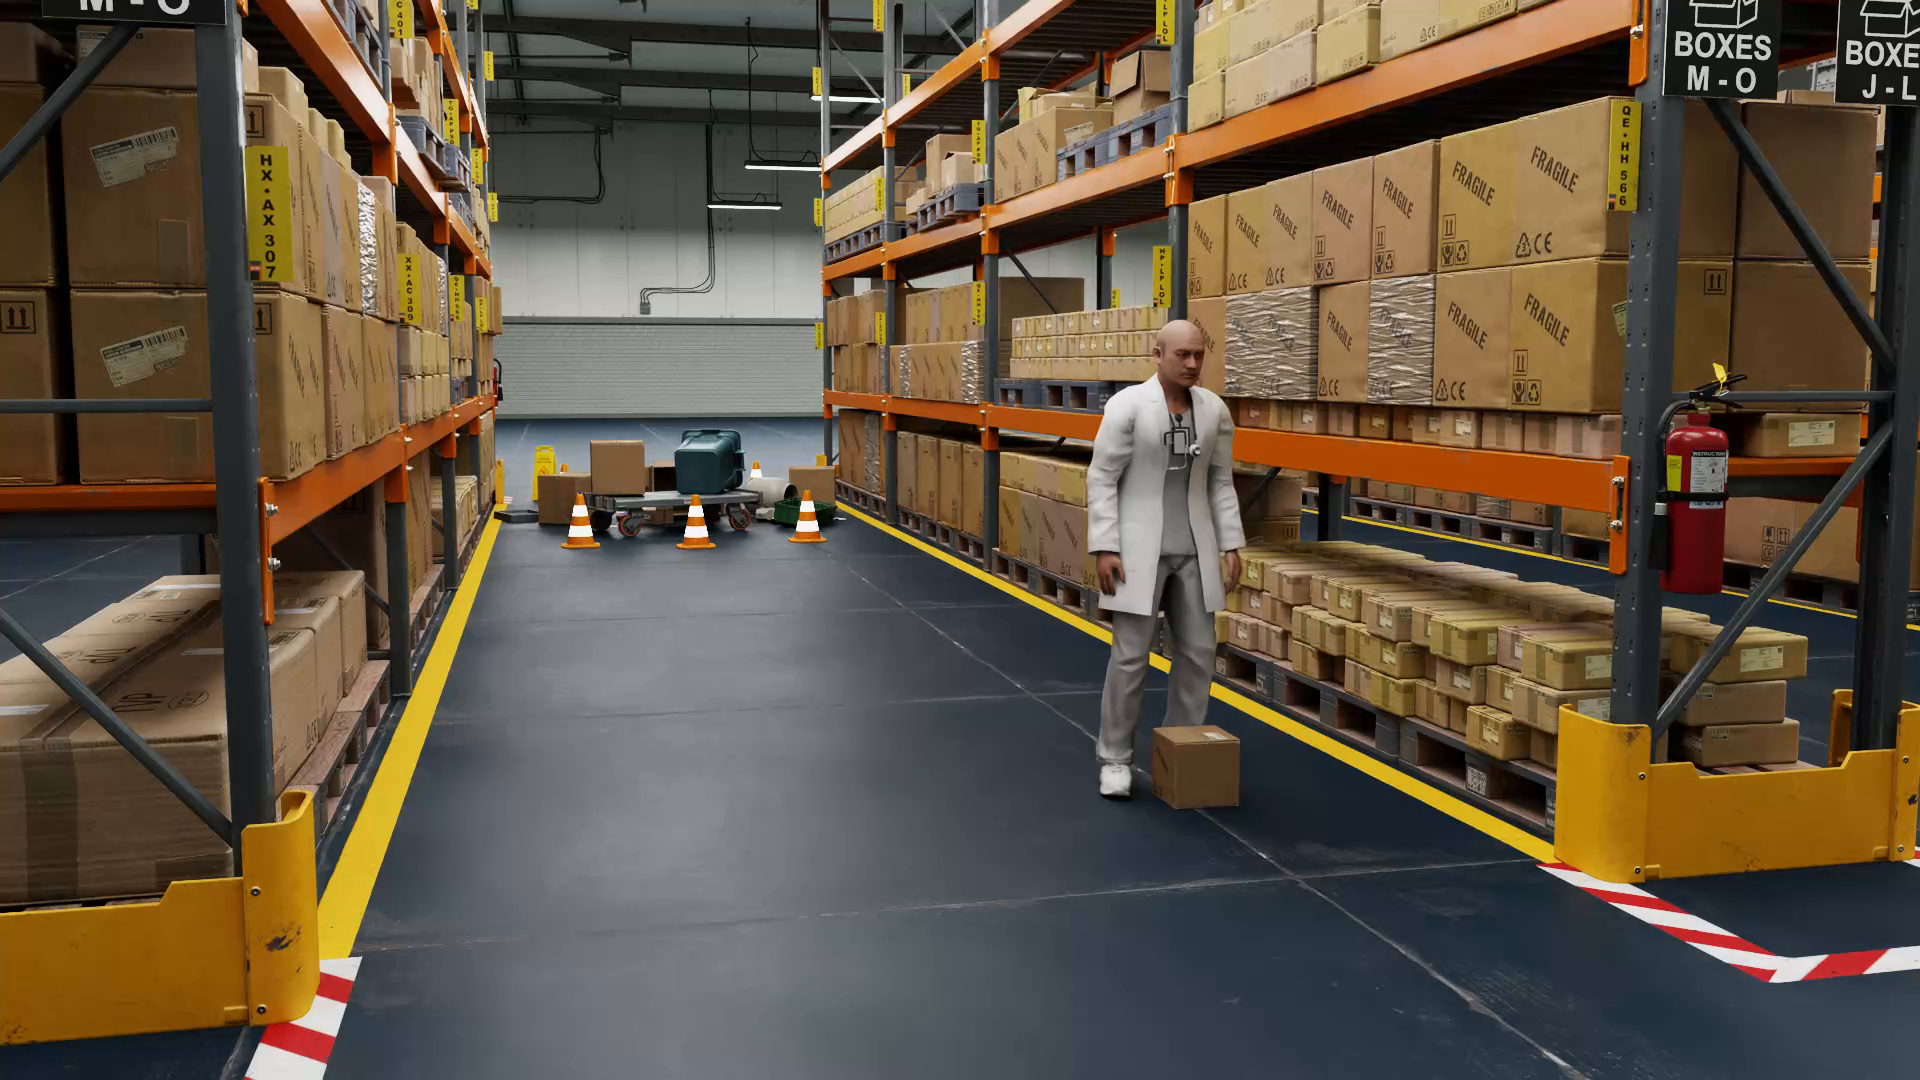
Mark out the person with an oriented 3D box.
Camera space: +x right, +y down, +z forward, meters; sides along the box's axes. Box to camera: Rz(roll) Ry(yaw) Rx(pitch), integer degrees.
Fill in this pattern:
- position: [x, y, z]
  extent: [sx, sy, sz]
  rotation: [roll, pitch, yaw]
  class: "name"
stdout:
- position: [0.788, 0.059, 6.322]
  extent: [0.653, 1.774, 0.425]
  rotation: [-2, 6, -18]
  class: "person"
